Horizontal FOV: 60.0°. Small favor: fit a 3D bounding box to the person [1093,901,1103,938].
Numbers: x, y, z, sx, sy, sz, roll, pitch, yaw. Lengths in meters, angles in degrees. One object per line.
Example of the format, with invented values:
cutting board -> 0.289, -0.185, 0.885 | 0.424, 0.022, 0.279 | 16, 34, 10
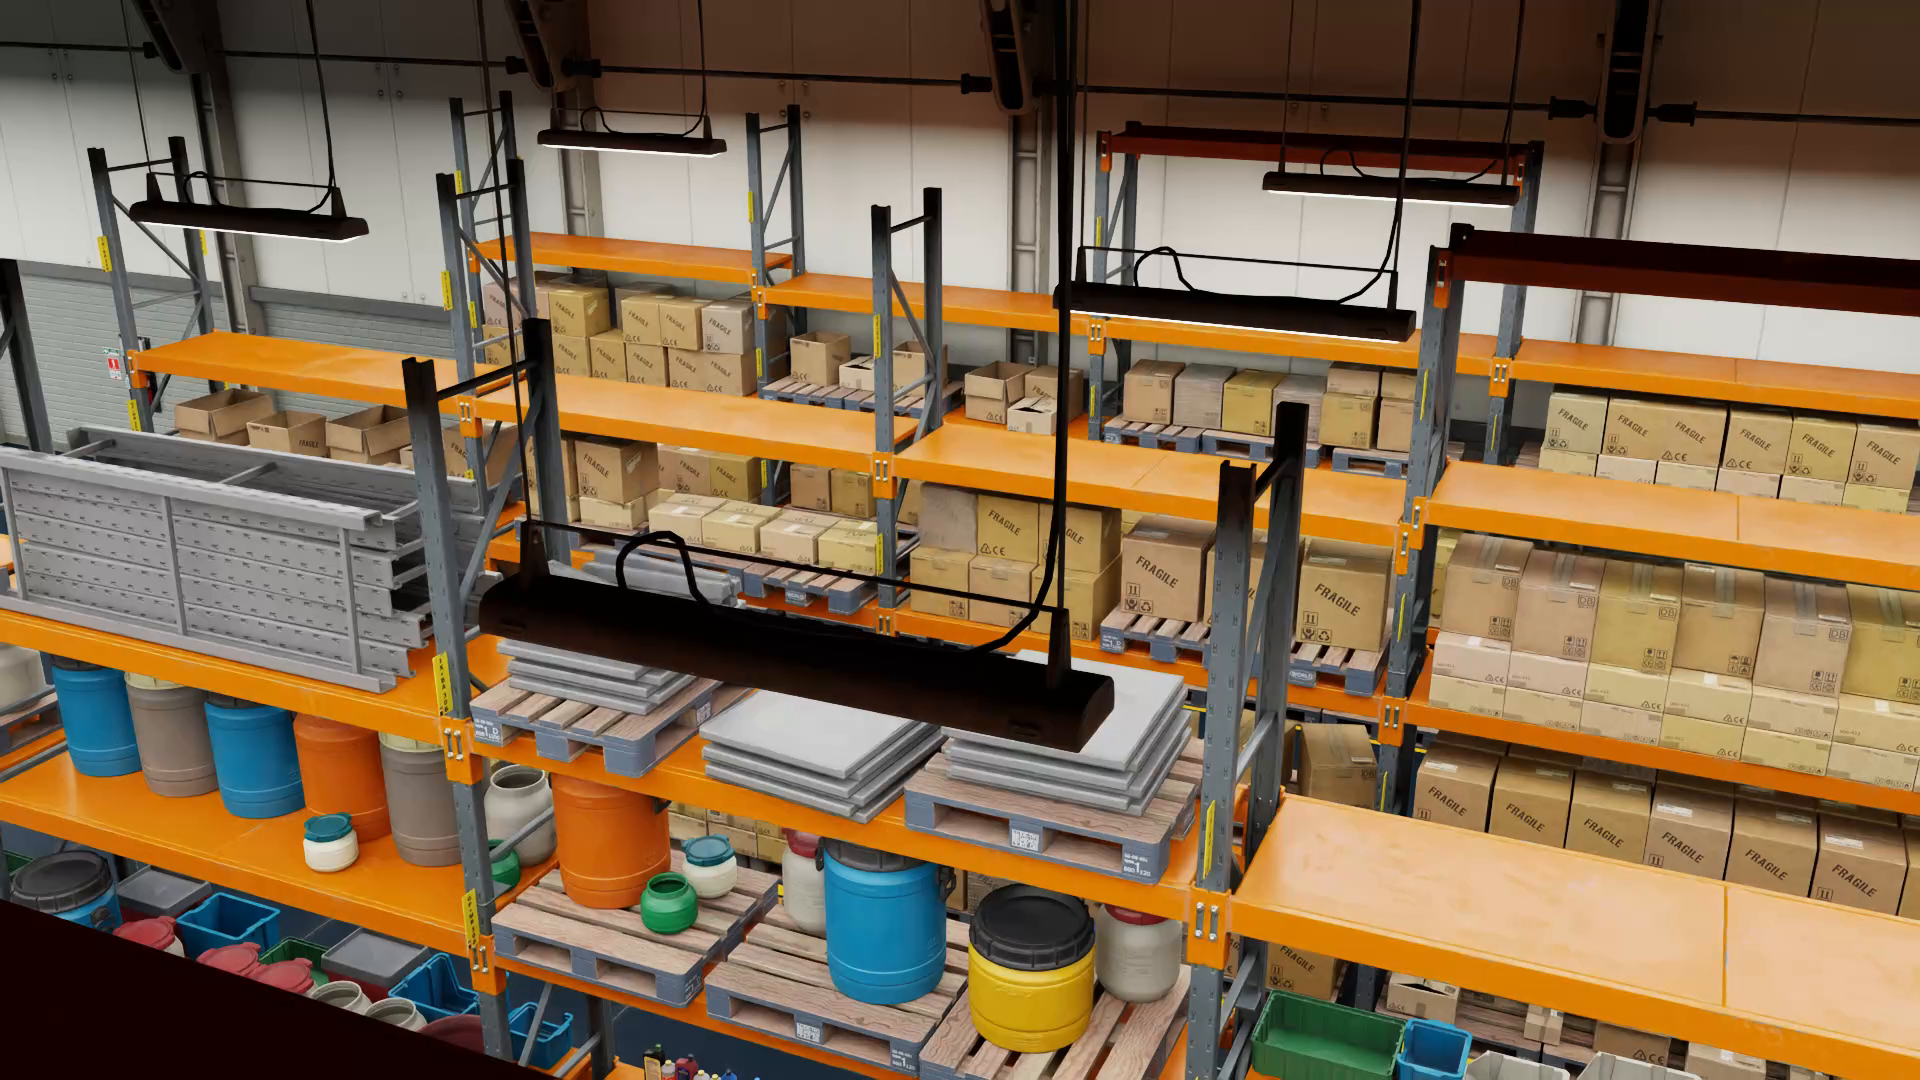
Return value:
person -> 0.951, 3.184, 11.858 | 0.471, 1.652, 0.529 | 12, 23, 28
